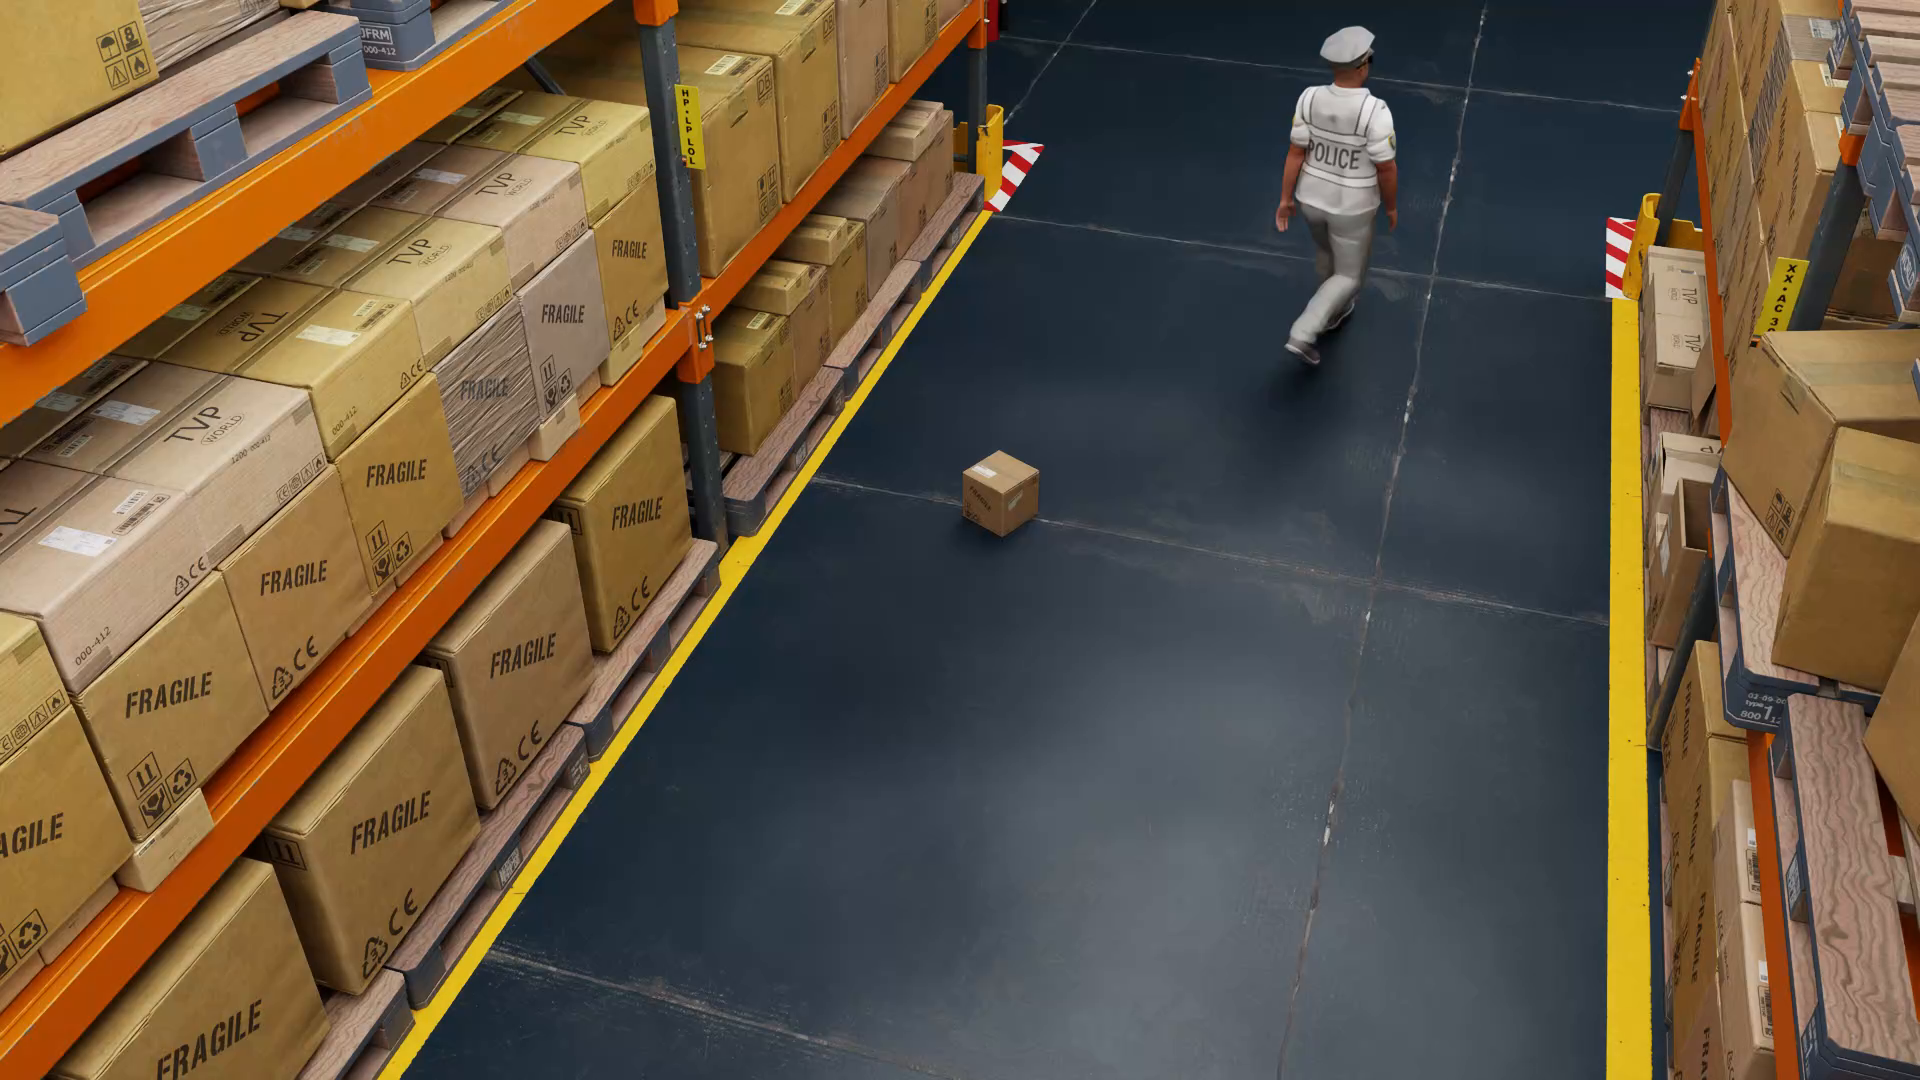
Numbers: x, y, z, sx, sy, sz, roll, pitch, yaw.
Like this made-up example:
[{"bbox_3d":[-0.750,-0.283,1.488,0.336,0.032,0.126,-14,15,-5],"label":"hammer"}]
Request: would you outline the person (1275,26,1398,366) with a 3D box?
[{"bbox_3d":[1.931,-1.745,8.450,0.558,1.731,0.967,28,45,32],"label":"person"}]
